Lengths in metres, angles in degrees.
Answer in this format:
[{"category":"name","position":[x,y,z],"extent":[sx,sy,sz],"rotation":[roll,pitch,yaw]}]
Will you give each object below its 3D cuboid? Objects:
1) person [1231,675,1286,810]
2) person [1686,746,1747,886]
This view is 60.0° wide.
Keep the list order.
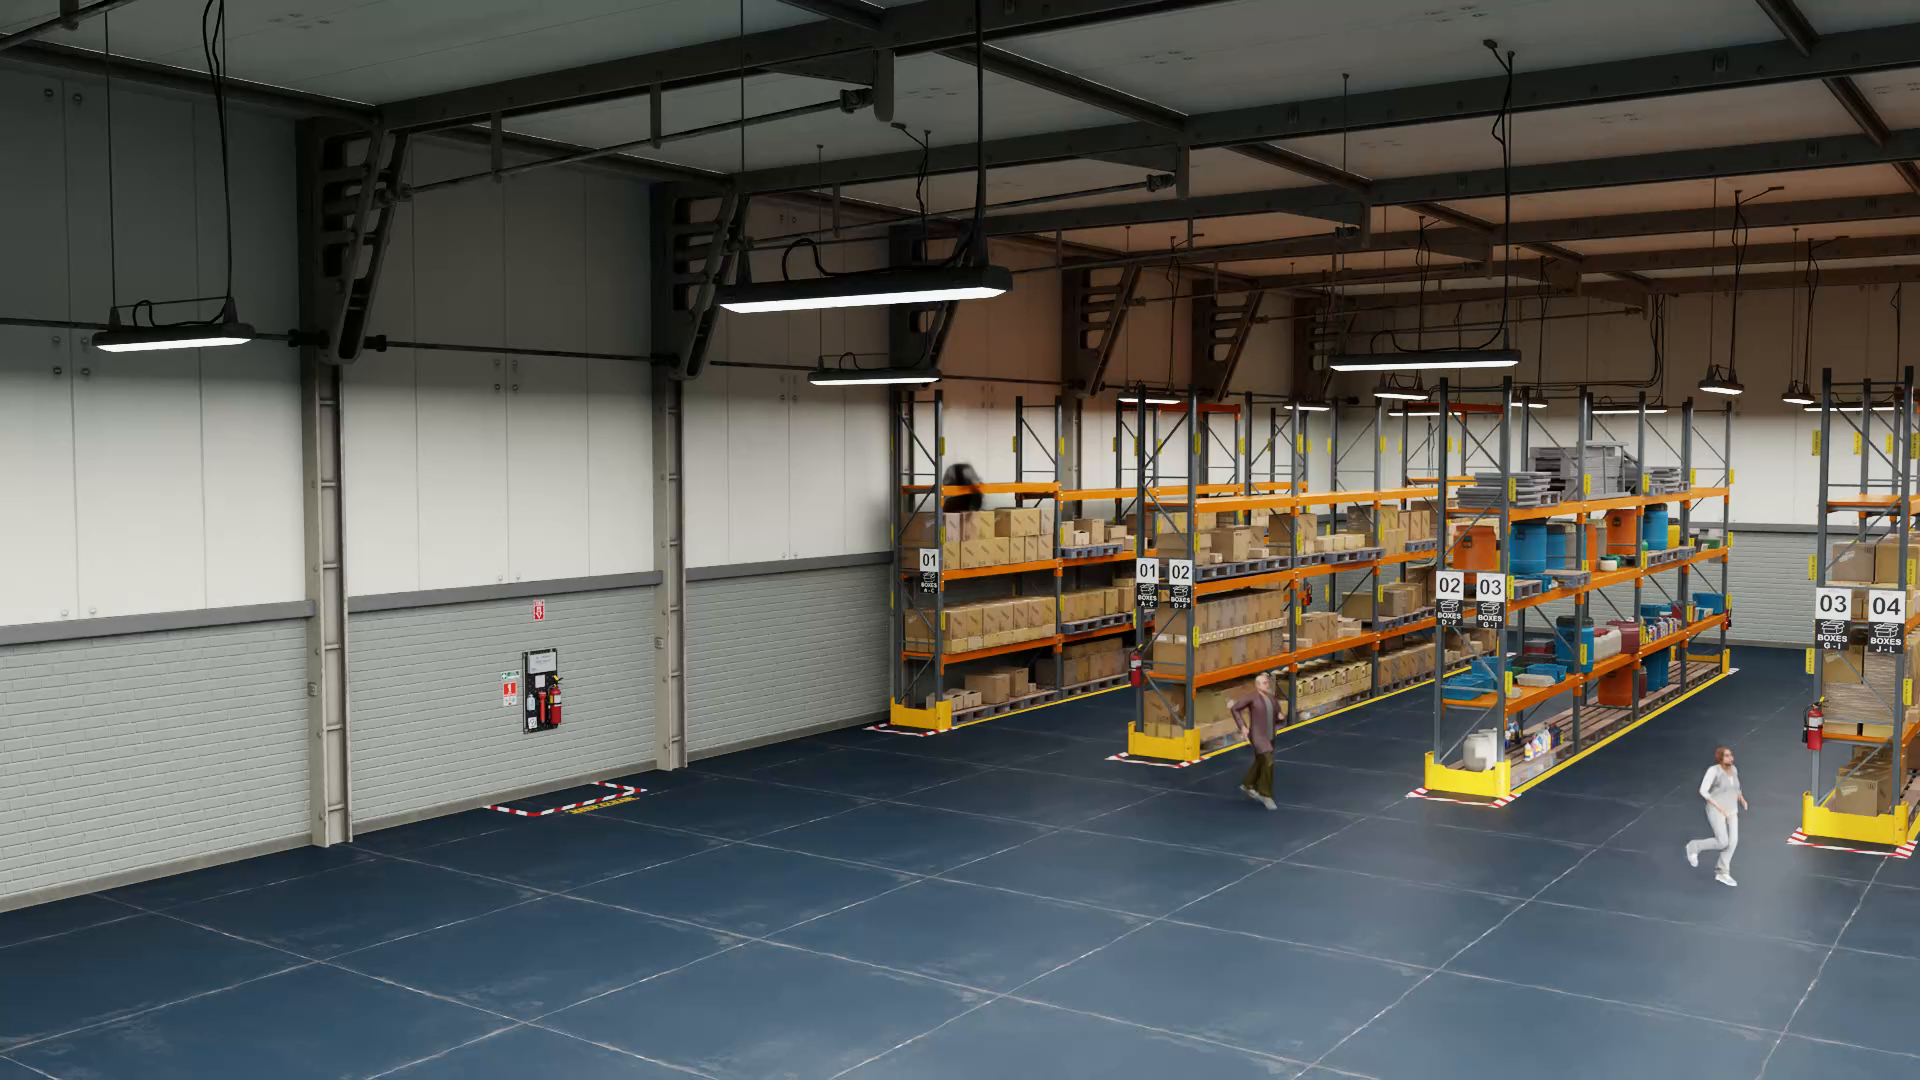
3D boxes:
[{"category":"person","position":[4.201,2.806,23.221],"extent":[0.673,1.849,0.859],"rotation":[-3,4,-38]},{"category":"person","position":[8.766,3.152,19.191],"extent":[0.537,1.579,0.568],"rotation":[-1,3,-21]}]
